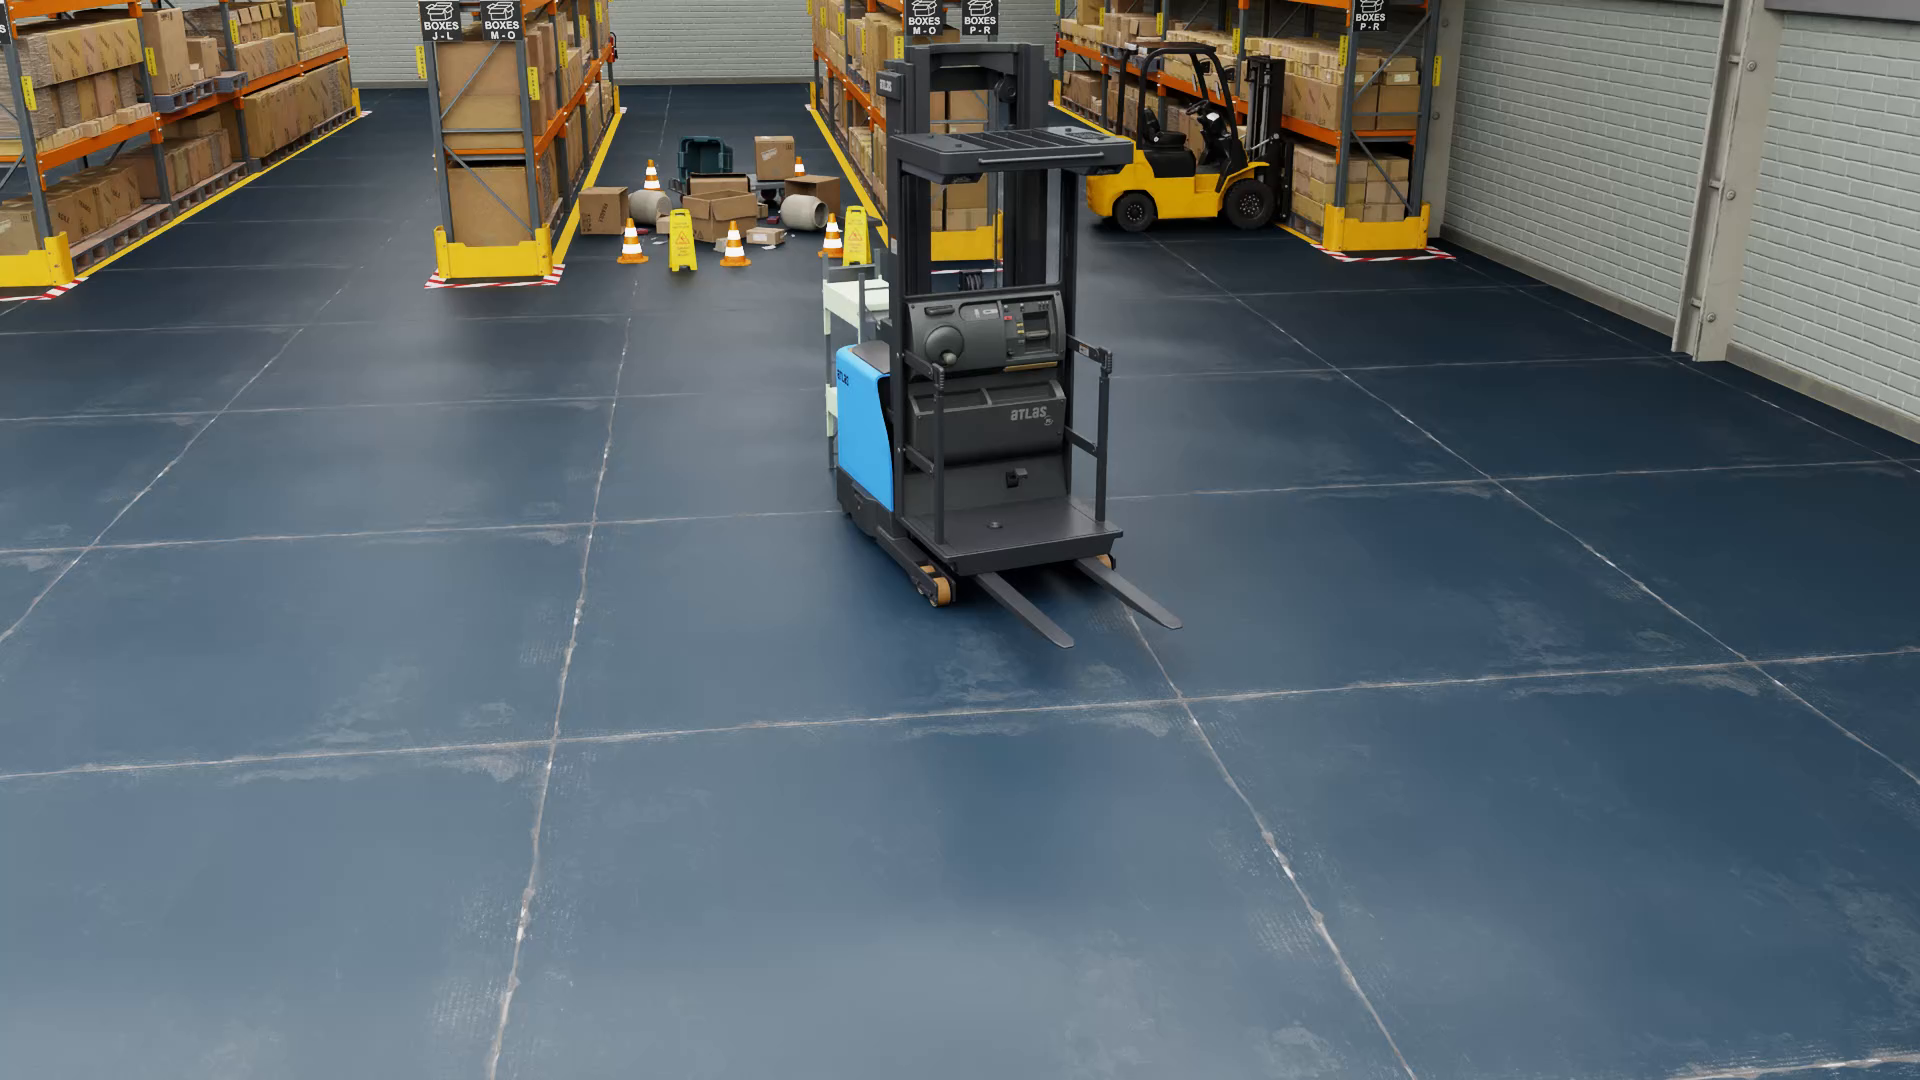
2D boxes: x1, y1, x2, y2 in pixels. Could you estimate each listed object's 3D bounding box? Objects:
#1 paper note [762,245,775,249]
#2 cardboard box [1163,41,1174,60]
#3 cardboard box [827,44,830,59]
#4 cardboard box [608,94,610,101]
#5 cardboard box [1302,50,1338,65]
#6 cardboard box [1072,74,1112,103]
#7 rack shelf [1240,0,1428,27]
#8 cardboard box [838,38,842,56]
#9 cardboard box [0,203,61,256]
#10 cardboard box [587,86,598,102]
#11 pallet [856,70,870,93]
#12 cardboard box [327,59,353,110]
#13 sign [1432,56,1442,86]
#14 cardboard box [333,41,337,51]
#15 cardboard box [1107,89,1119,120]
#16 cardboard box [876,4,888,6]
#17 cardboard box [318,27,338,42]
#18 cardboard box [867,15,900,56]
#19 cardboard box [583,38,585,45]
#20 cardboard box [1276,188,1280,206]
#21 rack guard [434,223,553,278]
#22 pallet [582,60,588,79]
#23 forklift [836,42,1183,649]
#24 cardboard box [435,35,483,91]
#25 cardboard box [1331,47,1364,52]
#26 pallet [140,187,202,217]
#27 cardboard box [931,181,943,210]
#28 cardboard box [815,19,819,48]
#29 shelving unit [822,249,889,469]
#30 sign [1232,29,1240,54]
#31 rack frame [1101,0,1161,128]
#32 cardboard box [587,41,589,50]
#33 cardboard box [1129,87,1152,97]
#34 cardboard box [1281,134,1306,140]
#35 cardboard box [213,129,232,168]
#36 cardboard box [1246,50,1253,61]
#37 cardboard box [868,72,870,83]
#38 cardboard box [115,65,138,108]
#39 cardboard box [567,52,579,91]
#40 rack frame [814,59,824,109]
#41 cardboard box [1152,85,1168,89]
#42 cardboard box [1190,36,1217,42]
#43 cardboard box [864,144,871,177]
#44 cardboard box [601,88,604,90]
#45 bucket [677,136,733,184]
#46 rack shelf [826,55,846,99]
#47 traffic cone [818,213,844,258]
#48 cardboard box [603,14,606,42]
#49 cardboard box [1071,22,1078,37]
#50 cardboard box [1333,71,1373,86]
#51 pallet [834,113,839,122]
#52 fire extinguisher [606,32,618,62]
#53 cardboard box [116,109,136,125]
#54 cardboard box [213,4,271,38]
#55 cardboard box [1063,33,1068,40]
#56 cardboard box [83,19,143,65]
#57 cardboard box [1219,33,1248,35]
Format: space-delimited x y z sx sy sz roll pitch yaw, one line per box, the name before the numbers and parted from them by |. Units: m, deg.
paper note | -2.207 -3.397 19.269 0.148 0.019 0.142 -11 23 -26
cardboard box | 3.454 -7.580 25.723 0.500 0.250 0.500 -3 21 -8
cardboard box | -2.029 -8.480 28.849 0.500 0.250 0.500 -3 21 -9
cardboard box | -6.769 -8.290 31.175 0.380 0.149 0.250 -3 21 -7
cardboard box | 4.310 -5.764 19.867 0.380 0.149 0.250 -2 21 -6
cardboard box | 2.583 -8.864 32.634 0.700 0.500 0.500 -2 21 -6
rack shelf | 4.522 -6.574 20.271 1.077 0.370 4.000 -3 21 -8
cardboard box | -1.653 -7.827 26.386 0.500 0.250 0.500 -3 21 -9
cardboard box | -9.981 -3.304 17.749 0.500 0.500 0.500 1 20 2
cardboard box | -6.296 -7.385 27.602 0.500 0.250 0.500 -2 21 -5
pallet | -0.928 -6.558 23.762 1.003 0.211 1.213 -3 21 -8
cardboard box | -12.043 -8.585 31.352 0.875 0.875 0.875 -3 21 -8
sign | 5.360 -5.282 18.720 0.100 0.325 0.005 -3 21 -8
cardboard box | -11.727 -9.113 30.688 0.380 0.149 0.250 -3 21 -7
cardboard box | 2.927 -7.815 29.825 0.500 0.500 0.500 -2 21 -5
cardboard box | -1.165 -8.201 26.314 0.500 0.500 0.500 -3 21 -8
cardboard box | -11.809 -9.340 30.726 0.500 0.250 0.500 -3 21 -9
cardboard box | -0.777 -6.260 20.692 0.700 0.500 0.500 -3 21 -7
cardboard box | -6.268 -8.066 26.859 0.380 0.149 0.250 -3 21 -8
cardboard box | 4.207 -4.393 21.022 0.500 0.250 0.500 -2 21 -6
rack guard | -4.981 -3.097 17.795 1.175 0.500 0.348 -3 21 -8
pallet | -6.346 -7.198 25.476 1.213 0.211 1.003 -3 21 -8
forklift | 0.240 -1.170 9.159 1.130 2.935 3.031 -8 22 -21
cardboard box | -5.171 -5.169 18.011 0.875 0.550 0.550 -3 21 -8
cardboard box | 4.778 -5.967 20.410 0.380 0.149 0.250 -3 21 -7
pallet | -10.598 -4.410 21.721 1.003 0.211 1.213 -3 21 -8
cardboard box | -0.475 -4.086 19.126 0.500 0.500 0.500 -3 21 -7
cardboard box | -2.466 -9.617 31.534 0.500 0.500 0.500 -3 21 -8
shelving unit | -0.586 -1.105 11.032 0.431 1.500 0.755 -8 22 -21
sign | 3.698 -6.673 22.253 0.100 0.325 0.005 -3 21 -8
rack frame | 3.080 -8.968 29.940 1.000 3.000 0.127 -3 21 -8
cardboard box | -6.423 -8.293 27.892 0.380 0.149 0.250 -3 21 -7
cardboard box | 3.119 -7.711 28.620 0.380 0.149 0.250 -2 21 -6
cardboard box | 4.140 -5.042 21.330 0.500 0.250 0.500 -2 21 -6
cardboard box | -10.944 -5.636 23.962 0.700 0.500 0.500 -4 21 -11
cardboard box | 4.019 -6.425 22.062 0.380 0.149 0.250 -3 21 -9
cardboard box | -1.025 -6.190 22.260 0.380 0.149 0.250 -3 21 -7
cardboard box | -10.481 -5.474 20.017 0.875 0.500 0.500 -3 21 -8
cardboard box | -5.665 -6.605 23.471 0.500 0.500 0.500 -3 21 -9
rack frame | -2.408 -10.101 32.974 1.000 3.000 0.127 -3 21 -8
cardboard box | 3.555 -7.825 28.924 0.380 0.149 0.250 -2 21 -6
cardboard box | 3.608 -7.362 24.570 0.380 0.149 0.250 -2 21 -7
cardboard box | -0.863 -5.342 23.388 0.950 0.372 0.625 -2 21 -4
cardboard box | -6.759 -8.244 30.625 0.380 0.149 0.250 -3 21 -7
bucket | -3.260 -4.909 21.580 0.726 0.611 0.620 4 11 11
rack shelf | -1.543 -7.687 27.538 1.077 0.370 4.000 -3 21 -8
traffic cone | -1.440 -3.457 18.810 0.336 0.463 0.334 -3 21 -8
cardboard box | -6.758 -9.333 30.350 0.500 0.500 0.500 -2 21 -5
cardboard box | 2.452 -9.901 32.228 0.500 0.250 0.500 -3 21 -9
cardboard box | 4.483 -5.270 18.968 0.380 0.149 0.250 -3 21 -7
pallet | -1.863 -7.677 30.469 1.003 0.211 1.213 -3 21 -8
fire extinguisher | -6.871 -9.716 32.586 0.296 0.674 0.183 -3 21 -8
cardboard box | -10.013 -5.012 19.706 0.380 0.149 0.250 -3 21 -8
cardboard box | -11.450 -8.274 26.506 0.797 0.503 0.637 -3 21 -7
cardboard box | 2.280 -10.107 33.350 0.380 0.149 0.250 -3 21 -8
cardboard box | -10.147 -5.959 19.887 0.500 0.500 0.500 -3 21 -8
cardboard box | 4.134 -7.572 25.133 0.380 0.149 0.250 -3 21 -9
